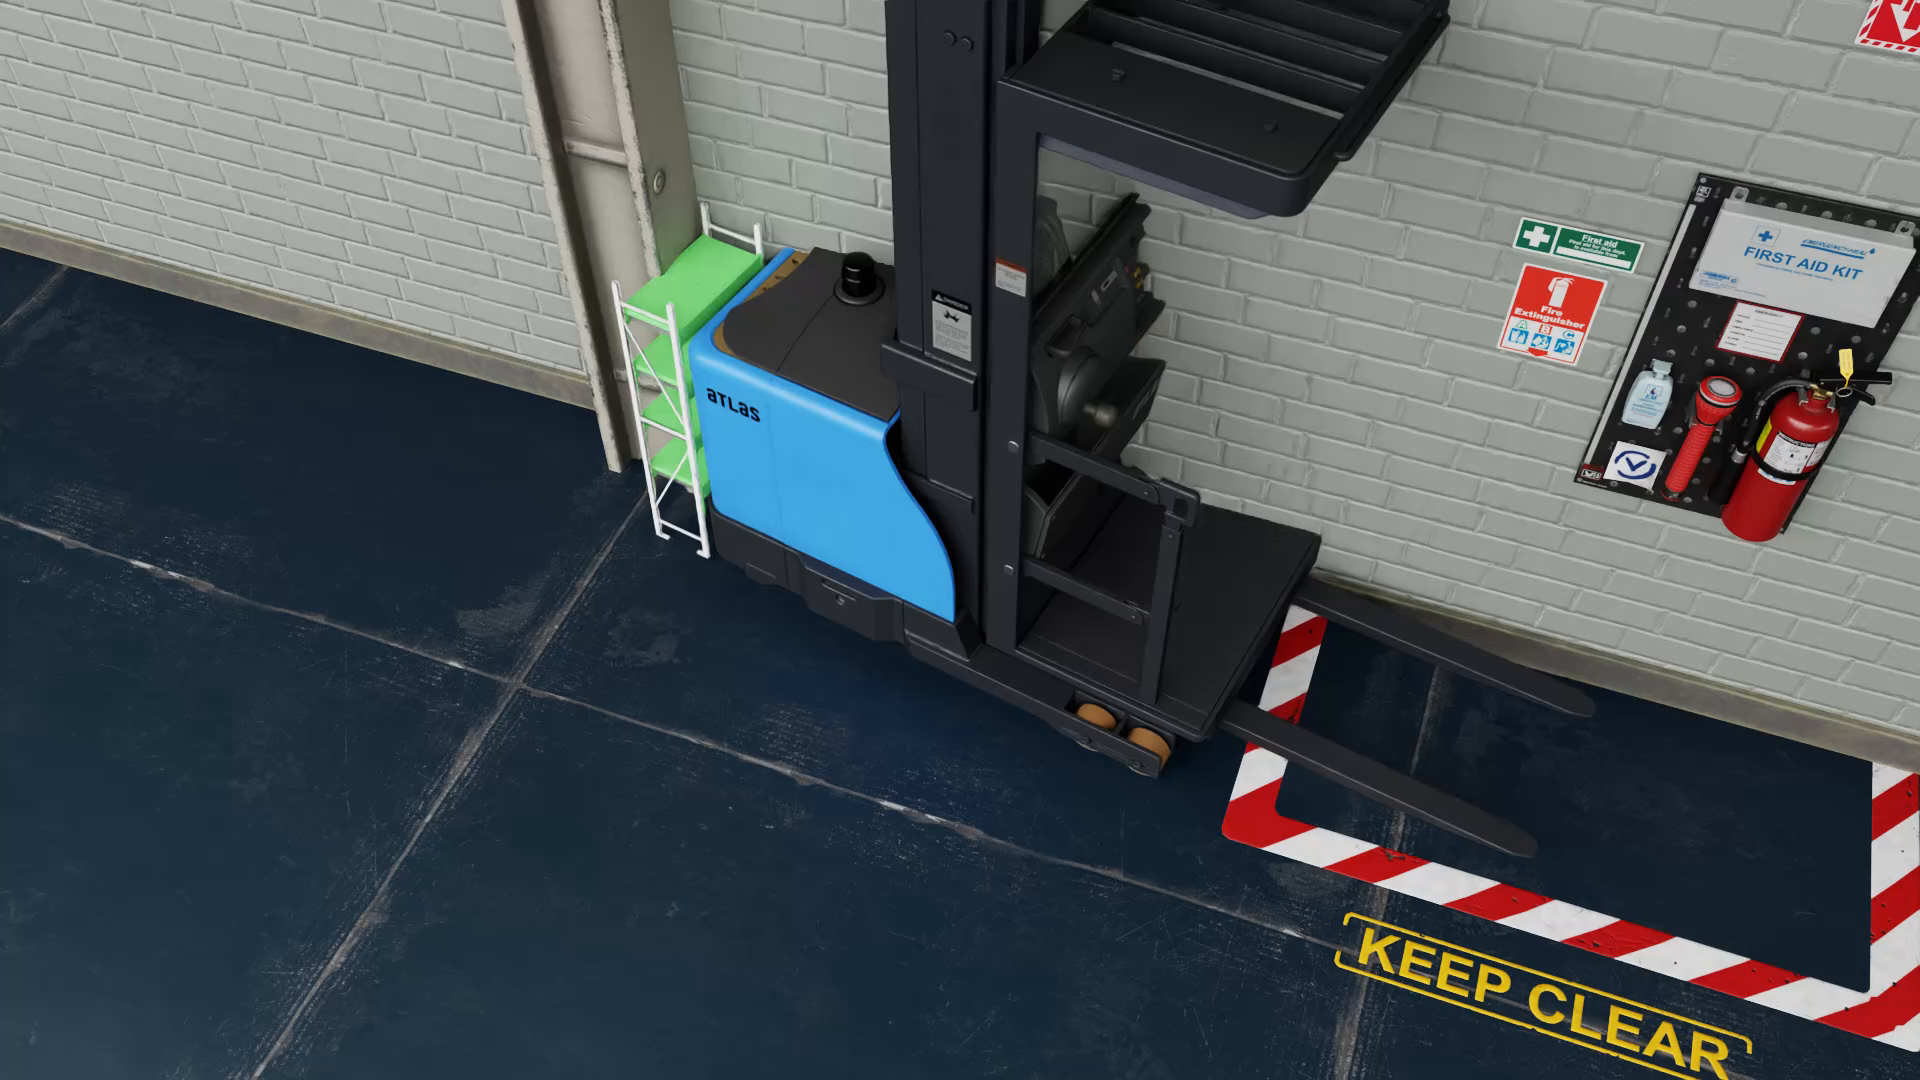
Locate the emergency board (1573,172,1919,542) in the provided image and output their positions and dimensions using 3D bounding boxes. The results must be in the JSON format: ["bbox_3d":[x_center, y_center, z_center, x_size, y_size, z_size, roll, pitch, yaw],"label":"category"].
[{"bbox_3d":[2.189,-0.419,4.628,0.643,1.169,0.194,16,51,13],"label":"emergency board"}]

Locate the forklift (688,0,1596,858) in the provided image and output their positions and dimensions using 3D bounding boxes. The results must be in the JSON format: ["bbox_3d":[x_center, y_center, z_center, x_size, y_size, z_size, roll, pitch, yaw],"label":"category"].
[{"bbox_3d":[0.628,-0.636,4.862,3.031,2.935,1.130,24,53,19],"label":"forklift"}]

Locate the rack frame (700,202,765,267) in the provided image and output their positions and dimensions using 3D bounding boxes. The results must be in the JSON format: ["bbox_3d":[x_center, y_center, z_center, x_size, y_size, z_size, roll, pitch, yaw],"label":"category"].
[{"bbox_3d":[-0.784,-0.696,6.065,0.240,1.200,0.015,23,51,19],"label":"rack frame"}]

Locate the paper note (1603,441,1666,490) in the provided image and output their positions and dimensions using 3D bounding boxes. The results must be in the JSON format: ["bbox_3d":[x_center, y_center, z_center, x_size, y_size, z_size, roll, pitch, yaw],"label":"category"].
[{"bbox_3d":[2.046,-0.226,5.044,0.142,0.148,0.016,16,51,13],"label":"paper note"}]

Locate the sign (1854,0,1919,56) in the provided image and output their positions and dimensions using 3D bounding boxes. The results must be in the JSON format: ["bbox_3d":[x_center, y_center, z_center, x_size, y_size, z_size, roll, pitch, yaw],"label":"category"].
[{"bbox_3d":[2.216,-1.251,3.815,0.199,0.298,0.001,16,51,13],"label":"sign"}]

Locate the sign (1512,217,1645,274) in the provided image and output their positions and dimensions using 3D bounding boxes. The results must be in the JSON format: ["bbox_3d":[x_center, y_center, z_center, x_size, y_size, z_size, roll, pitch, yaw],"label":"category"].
[{"bbox_3d":[1.707,-0.815,4.597,0.331,0.109,0.001,16,51,13],"label":"sign"}]

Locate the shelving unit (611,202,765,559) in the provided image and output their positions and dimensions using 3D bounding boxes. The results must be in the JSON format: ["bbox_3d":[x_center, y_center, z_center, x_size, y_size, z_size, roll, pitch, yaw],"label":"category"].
[{"bbox_3d":[-0.905,-0.541,5.920,0.258,1.200,0.503,23,51,19],"label":"shelving unit"}]

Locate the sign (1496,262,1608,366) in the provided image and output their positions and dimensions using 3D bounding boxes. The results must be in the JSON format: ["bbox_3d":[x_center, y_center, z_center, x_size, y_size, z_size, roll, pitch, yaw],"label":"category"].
[{"bbox_3d":[1.706,-0.649,4.804,0.234,0.329,0.001,16,51,13],"label":"sign"}]

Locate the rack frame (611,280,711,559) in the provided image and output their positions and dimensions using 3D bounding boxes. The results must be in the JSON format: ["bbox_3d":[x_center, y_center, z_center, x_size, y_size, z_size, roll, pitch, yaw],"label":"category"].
[{"bbox_3d":[-1.027,-0.386,5.776,0.240,1.200,0.015,23,51,19],"label":"rack frame"}]

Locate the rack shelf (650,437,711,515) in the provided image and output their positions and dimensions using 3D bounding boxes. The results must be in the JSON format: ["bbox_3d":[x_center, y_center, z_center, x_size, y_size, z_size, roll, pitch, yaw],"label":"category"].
[{"bbox_3d":[-0.909,-0.335,6.144,0.258,0.148,0.480,23,51,19],"label":"rack shelf"}]

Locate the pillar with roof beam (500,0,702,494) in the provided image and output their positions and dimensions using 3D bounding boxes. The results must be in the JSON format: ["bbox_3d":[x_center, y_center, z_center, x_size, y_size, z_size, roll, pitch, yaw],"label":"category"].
[{"bbox_3d":[-2.627,-0.229,0.494,0.400,9.000,9.100,16,51,13],"label":"pillar with roof beam"}]

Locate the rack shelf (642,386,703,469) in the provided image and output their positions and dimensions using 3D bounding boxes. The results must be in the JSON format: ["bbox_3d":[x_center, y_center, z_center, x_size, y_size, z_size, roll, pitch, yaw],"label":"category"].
[{"bbox_3d":[-0.906,-0.498,5.967,0.258,0.148,0.480,23,51,19],"label":"rack shelf"}]

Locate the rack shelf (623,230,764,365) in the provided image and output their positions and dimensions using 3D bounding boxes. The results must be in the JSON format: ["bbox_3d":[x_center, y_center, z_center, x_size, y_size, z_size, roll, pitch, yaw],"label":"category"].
[{"bbox_3d":[-0.900,-0.823,5.614,0.258,0.148,0.480,23,51,19],"label":"rack shelf"}]

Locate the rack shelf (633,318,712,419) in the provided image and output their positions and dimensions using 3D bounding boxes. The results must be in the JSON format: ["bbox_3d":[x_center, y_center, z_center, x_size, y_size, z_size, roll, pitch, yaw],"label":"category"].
[{"bbox_3d":[-0.903,-0.660,5.791,0.258,0.148,0.480,23,51,19],"label":"rack shelf"}]
